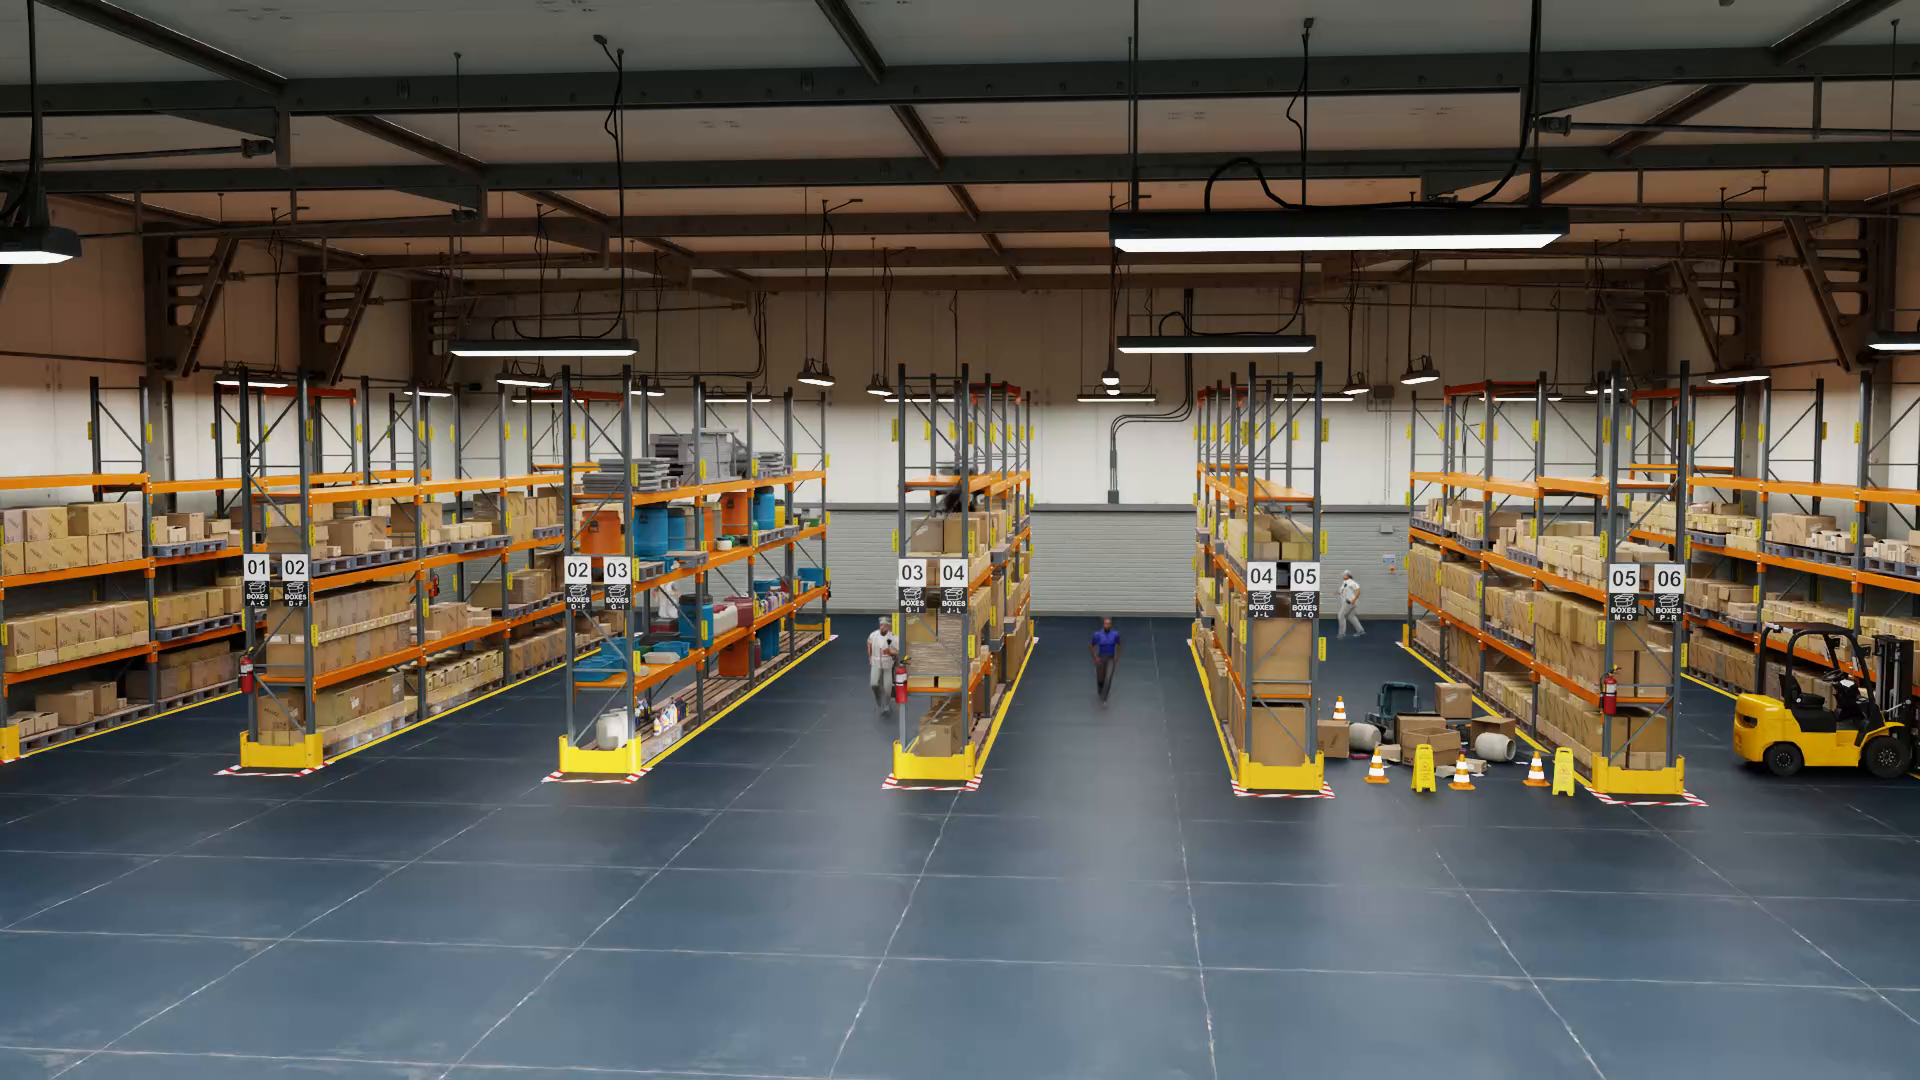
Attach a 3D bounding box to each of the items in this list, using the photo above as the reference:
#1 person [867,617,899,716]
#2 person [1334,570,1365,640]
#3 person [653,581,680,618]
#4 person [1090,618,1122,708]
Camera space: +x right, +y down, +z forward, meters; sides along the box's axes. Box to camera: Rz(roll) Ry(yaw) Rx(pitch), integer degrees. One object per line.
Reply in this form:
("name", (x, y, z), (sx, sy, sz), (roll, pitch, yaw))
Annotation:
("person", (-1.357, 2.240, 29.489), (0.645, 1.782, 0.753), (0, 4, 7))
("person", (9.478, 1.590, 40.446), (0.765, 1.724, 0.591), (0, 4, 7))
("person", (-7.021, 1.579, 39.702), (0.623, 1.785, 0.691), (0, 4, -4))
("person", (2.698, 2.239, 30.683), (0.599, 1.628, 0.694), (0, 4, 0))
